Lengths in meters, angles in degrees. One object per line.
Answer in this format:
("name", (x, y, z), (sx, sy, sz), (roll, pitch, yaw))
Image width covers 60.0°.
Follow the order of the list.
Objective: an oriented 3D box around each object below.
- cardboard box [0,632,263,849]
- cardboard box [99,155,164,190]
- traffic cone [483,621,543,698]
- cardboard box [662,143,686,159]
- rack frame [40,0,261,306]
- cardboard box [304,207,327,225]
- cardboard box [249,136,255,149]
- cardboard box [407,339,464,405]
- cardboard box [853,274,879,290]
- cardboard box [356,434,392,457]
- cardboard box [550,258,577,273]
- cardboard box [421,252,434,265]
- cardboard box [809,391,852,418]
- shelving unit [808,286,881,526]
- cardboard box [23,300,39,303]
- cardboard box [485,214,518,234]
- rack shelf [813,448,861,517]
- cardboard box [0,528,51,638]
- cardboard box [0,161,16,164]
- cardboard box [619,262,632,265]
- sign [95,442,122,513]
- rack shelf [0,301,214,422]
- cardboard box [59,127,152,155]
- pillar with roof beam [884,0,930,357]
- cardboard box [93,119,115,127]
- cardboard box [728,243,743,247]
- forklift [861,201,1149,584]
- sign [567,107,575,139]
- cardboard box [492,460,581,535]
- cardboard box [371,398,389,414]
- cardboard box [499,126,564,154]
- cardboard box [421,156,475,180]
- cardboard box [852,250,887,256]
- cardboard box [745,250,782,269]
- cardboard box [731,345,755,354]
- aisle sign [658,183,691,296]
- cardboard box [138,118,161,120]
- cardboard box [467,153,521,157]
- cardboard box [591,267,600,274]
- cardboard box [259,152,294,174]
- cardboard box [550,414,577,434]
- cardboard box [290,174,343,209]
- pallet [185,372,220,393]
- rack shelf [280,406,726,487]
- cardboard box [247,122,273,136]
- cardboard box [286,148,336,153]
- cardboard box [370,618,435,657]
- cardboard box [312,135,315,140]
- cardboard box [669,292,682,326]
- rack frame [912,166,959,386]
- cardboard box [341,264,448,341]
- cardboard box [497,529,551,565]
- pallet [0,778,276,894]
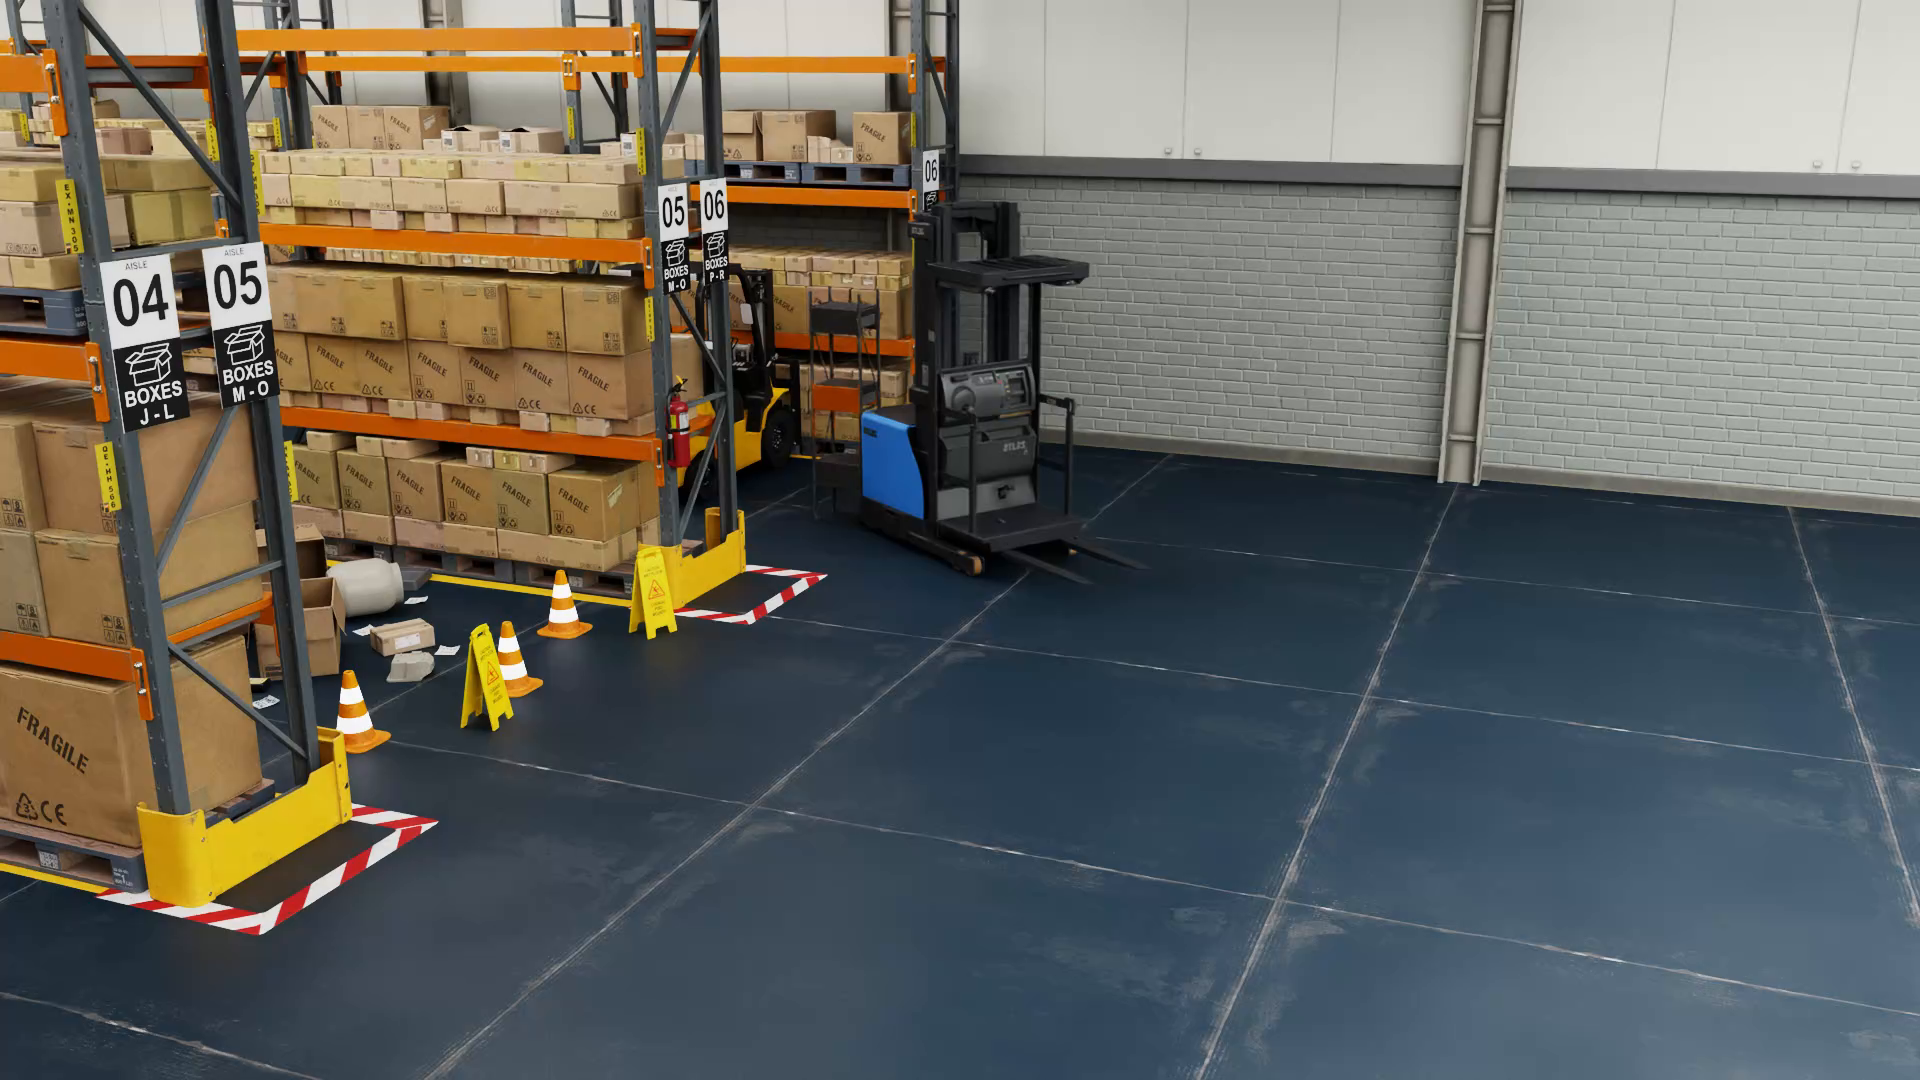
("cardboard box", (-4.439, 1.002, 8.898), (0.875, 0.875, 0.875), (6, 17, 21))
("cardboard box", (-4.210, -1.859, 8.405), (0.250, 0.149, 0.380), (6, 17, 21))
("traffic cone", (-3.026, 0.773, 11.180), (0.334, 0.463, 0.336), (6, 17, 21))
("cardboard box", (-2.944, -4.121, 17.628), (0.250, 0.149, 0.380), (7, 18, 22))
("rack frame", (-3.784, -2.645, 7.644), (0.127, 3.000, 1.000), (6, 17, 21))
("cardboard box", (-5.088, -2.654, 13.505), (0.250, 0.149, 0.380), (6, 17, 21))
("cardboard box", (-8.338, -4.730, 19.759), (0.250, 0.149, 0.380), (6, 17, 19))
("cardboard box", (-4.060, -1.394, 13.384), (0.500, 0.500, 0.500), (6, 17, 21))
("cardboard box", (-0.918, -2.687, 17.205), (0.250, 0.149, 0.380), (7, 17, 22))
("cardboard box", (-4.760, -0.809, 13.752), (0.250, 0.149, 0.380), (7, 18, 23))
("cardboard box", (-4.364, -3.092, 18.601), (0.250, 0.149, 0.380), (7, 18, 23))
("cardboard box", (-6.015, -3.284, 19.263), (0.250, 0.149, 0.380), (6, 17, 21))
("cardboard box", (-1.274, -1.490, 17.708), (0.500, 0.250, 0.500), (6, 17, 20))
("shelving unit", (-1.033, -1.219, 15.107), (0.503, 2.100, 0.431), (7, 18, 23))
("cardboard box", (-8.186, -2.059, 14.920), (0.500, 0.500, 0.500), (7, 17, 22))
("cardboard box", (-3.435, -2.451, 12.808), (0.250, 0.149, 0.380), (6, 17, 20))
("rack shelf", (-1.033, -0.534, 15.306), (0.480, 0.518, 0.431), (7, 18, 23))
("cardboard box", (-4.665, 0.087, 8.725), (0.550, 0.550, 0.875), (6, 17, 21))
("cardboard box", (-4.692, -1.715, 7.909), (0.250, 0.149, 0.380), (7, 17, 22))
("cardboard box", (-3.523, -2.988, 18.242), (0.250, 0.149, 0.380), (7, 17, 22))
("sign", (-3.996, -0.295, 7.807), (0.005, 0.325, 0.100), (6, 17, 21))
("rack shelf", (-5.644, -1.064, 8.868), (4.000, 0.370, 1.077), (6, 17, 21))
("cardboard box", (-7.326, -3.403, 14.253), (0.500, 0.250, 0.500), (7, 17, 22))
("pillar with roof beam", (-2.140, -4.415, 13.743), (0.400, 9.000, 9.100), (6, 17, 21))
("cardboard box", (-10.546, -5.076, 20.384), (0.250, 0.149, 0.380), (6, 17, 20))
("cardboard box", (-2.598, -3.202, 18.447), (0.250, 0.149, 0.380), (6, 17, 20))
("forklift", (0.359, -1.263, 13.766), (1.130, 2.935, 3.031), (-11, 19, -33))
("sign", (-4.155, -4.453, 17.762), (0.005, 0.325, 0.100), (6, 17, 21))
("cardboard box", (-3.389, -0.366, 13.389), (0.500, 0.500, 0.500), (7, 18, 23))
("cardboard box", (-4.618, -1.146, 13.692), (0.250, 0.149, 0.380), (6, 17, 20))
("cardboard box", (-4.727, -4.413, 18.343), (0.500, 0.311, 0.500), (6, 17, 19))
("cardboard box", (-3.923, -2.867, 12.810), (0.250, 0.149, 0.380), (7, 18, 22))
("cardboard box", (-0.960, -2.997, 17.740), (0.250, 0.149, 0.380), (7, 17, 22))
("cardboard box", (-2.083, -2.986, 17.702), (0.250, 0.149, 0.380), (7, 17, 21))
("cardboard box", (-2.493, -2.013, 18.613), (0.500, 0.250, 0.500), (6, 17, 21))
("aisle sign", (-2.110, -2.225, 12.295), (0.004, 0.787, 0.394), (6, 17, 21))
("cardboard box", (-10.128, -5.179, 20.738), (0.250, 0.149, 0.380), (6, 17, 19))
("cardboard box", (-3.721, -3.014, 13.316), (0.250, 0.149, 0.380), (7, 17, 22))
("cardboard box", (-4.343, -3.042, 19.143), (0.500, 0.250, 0.500), (6, 17, 20))
("cardboard box", (-5.609, -3.053, 13.451), (0.250, 0.149, 0.380), (6, 17, 20))
("cardboard box", (-2.995, -0.949, 13.014), (0.250, 0.149, 0.380), (6, 17, 20))
("cardboard box", (-4.990, -2.812, 13.336), (0.500, 0.250, 0.500), (6, 17, 20))
("pallet", (-6.440, -1.491, 14.774), (1.213, 0.211, 1.003), (6, 17, 21))
("rack shelf", (-3.922, -0.917, 13.744), (4.000, 0.370, 1.077), (6, 17, 21))
("cardboard box", (-8.320, -4.880, 19.743), (0.250, 0.149, 0.380), (6, 17, 19))
("cardboard box", (-5.408, -3.194, 13.937), (0.250, 0.149, 0.380), (7, 17, 22))
("cardboard box", (-4.021, 0.701, 11.993), (0.380, 0.149, 0.250), (-12, 20, -37))
("cardboard box", (-7.473, -4.628, 19.341), (0.250, 0.166, 0.380), (6, 17, 21))
("cardboard box", (-3.157, -2.641, 18.212), (0.500, 0.500, 0.500), (7, 17, 22))
("rack frame", (-0.244, -2.346, 17.374), (0.127, 3.000, 1.000), (6, 17, 21))
("cardboard box", (-4.528, -1.921, 13.404), (0.500, 0.500, 0.700), (6, 17, 19))
("cardboard box", (-3.391, -0.007, 13.498), (0.500, 0.250, 0.500), (6, 17, 21))
("pallet", (-4.556, 1.514, 9.082), (1.213, 0.211, 1.003), (6, 17, 21))
